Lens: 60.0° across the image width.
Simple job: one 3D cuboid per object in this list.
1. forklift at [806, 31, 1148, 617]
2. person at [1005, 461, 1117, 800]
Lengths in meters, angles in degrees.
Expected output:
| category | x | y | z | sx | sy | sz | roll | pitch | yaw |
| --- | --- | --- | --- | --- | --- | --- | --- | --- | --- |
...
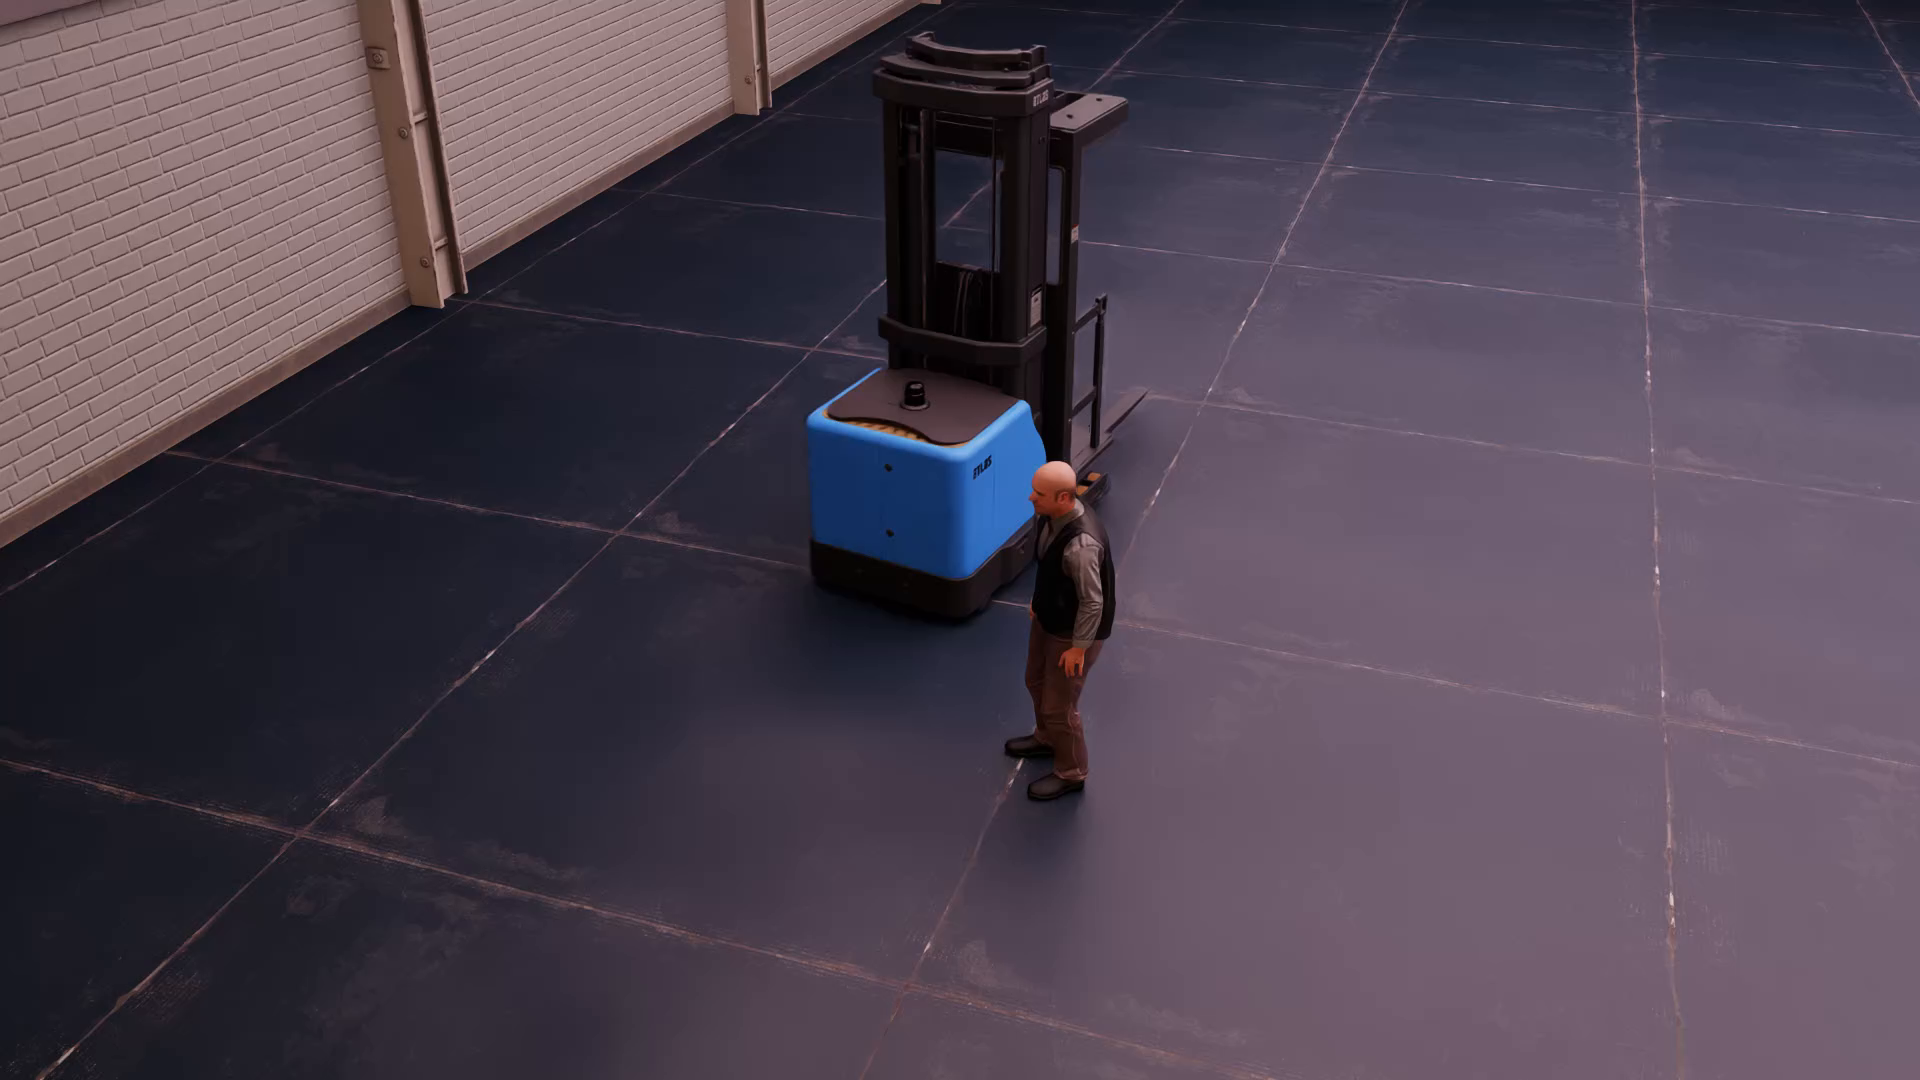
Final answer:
| category | x | y | z | sx | sy | sz | roll | pitch | yaw |
| --- | --- | --- | --- | --- | --- | --- | --- | --- | --- |
| forklift | 0.281 | -1.546 | 9.849 | 1.130 | 2.935 | 3.031 | 15 | 33 | 24 |
| person | 0.488 | 0.392 | 7.673 | 0.420 | 1.719 | 0.580 | -8 | 31 | -13 |
